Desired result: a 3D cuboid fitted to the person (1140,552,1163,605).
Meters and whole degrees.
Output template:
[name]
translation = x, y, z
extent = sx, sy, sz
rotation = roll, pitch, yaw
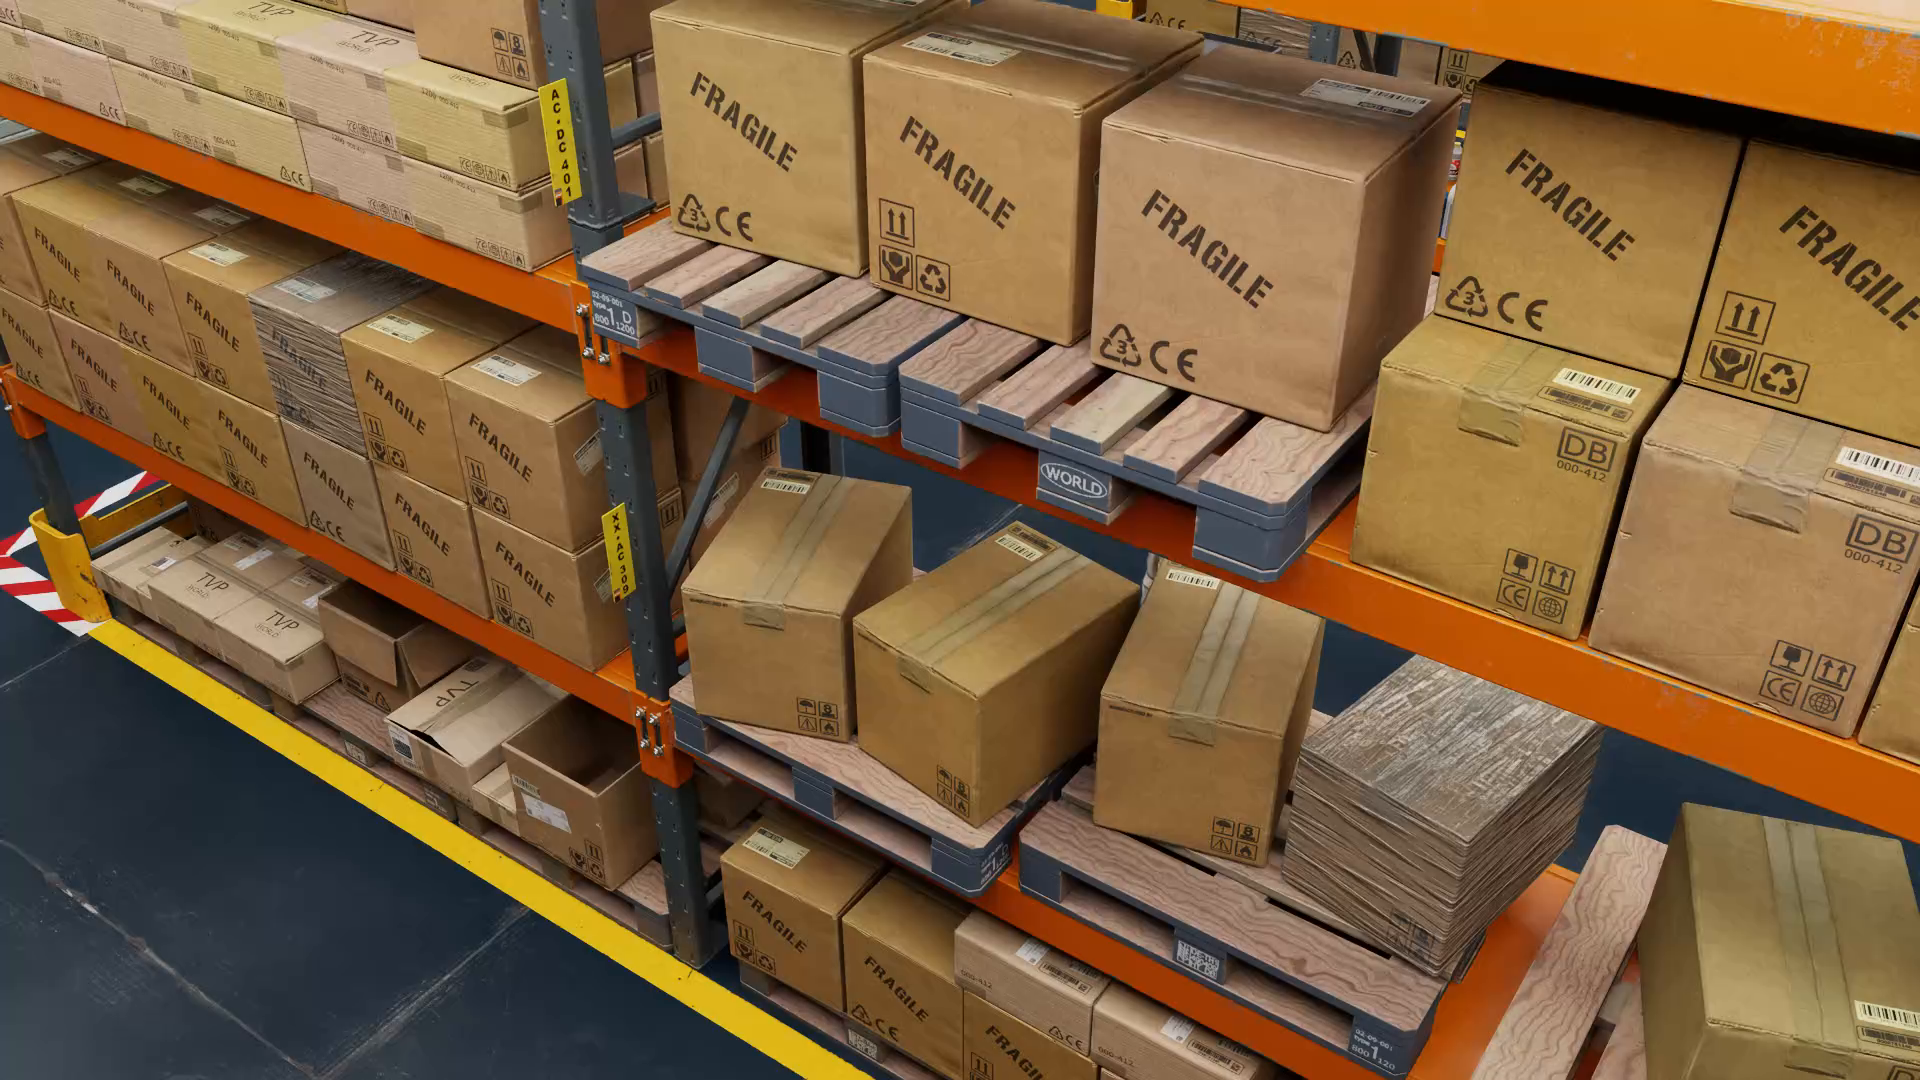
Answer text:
[person]
translation = 0.937, 0.304, 6.708
extent = 0.394, 1.657, 0.504
rotation = 21, 40, 27
